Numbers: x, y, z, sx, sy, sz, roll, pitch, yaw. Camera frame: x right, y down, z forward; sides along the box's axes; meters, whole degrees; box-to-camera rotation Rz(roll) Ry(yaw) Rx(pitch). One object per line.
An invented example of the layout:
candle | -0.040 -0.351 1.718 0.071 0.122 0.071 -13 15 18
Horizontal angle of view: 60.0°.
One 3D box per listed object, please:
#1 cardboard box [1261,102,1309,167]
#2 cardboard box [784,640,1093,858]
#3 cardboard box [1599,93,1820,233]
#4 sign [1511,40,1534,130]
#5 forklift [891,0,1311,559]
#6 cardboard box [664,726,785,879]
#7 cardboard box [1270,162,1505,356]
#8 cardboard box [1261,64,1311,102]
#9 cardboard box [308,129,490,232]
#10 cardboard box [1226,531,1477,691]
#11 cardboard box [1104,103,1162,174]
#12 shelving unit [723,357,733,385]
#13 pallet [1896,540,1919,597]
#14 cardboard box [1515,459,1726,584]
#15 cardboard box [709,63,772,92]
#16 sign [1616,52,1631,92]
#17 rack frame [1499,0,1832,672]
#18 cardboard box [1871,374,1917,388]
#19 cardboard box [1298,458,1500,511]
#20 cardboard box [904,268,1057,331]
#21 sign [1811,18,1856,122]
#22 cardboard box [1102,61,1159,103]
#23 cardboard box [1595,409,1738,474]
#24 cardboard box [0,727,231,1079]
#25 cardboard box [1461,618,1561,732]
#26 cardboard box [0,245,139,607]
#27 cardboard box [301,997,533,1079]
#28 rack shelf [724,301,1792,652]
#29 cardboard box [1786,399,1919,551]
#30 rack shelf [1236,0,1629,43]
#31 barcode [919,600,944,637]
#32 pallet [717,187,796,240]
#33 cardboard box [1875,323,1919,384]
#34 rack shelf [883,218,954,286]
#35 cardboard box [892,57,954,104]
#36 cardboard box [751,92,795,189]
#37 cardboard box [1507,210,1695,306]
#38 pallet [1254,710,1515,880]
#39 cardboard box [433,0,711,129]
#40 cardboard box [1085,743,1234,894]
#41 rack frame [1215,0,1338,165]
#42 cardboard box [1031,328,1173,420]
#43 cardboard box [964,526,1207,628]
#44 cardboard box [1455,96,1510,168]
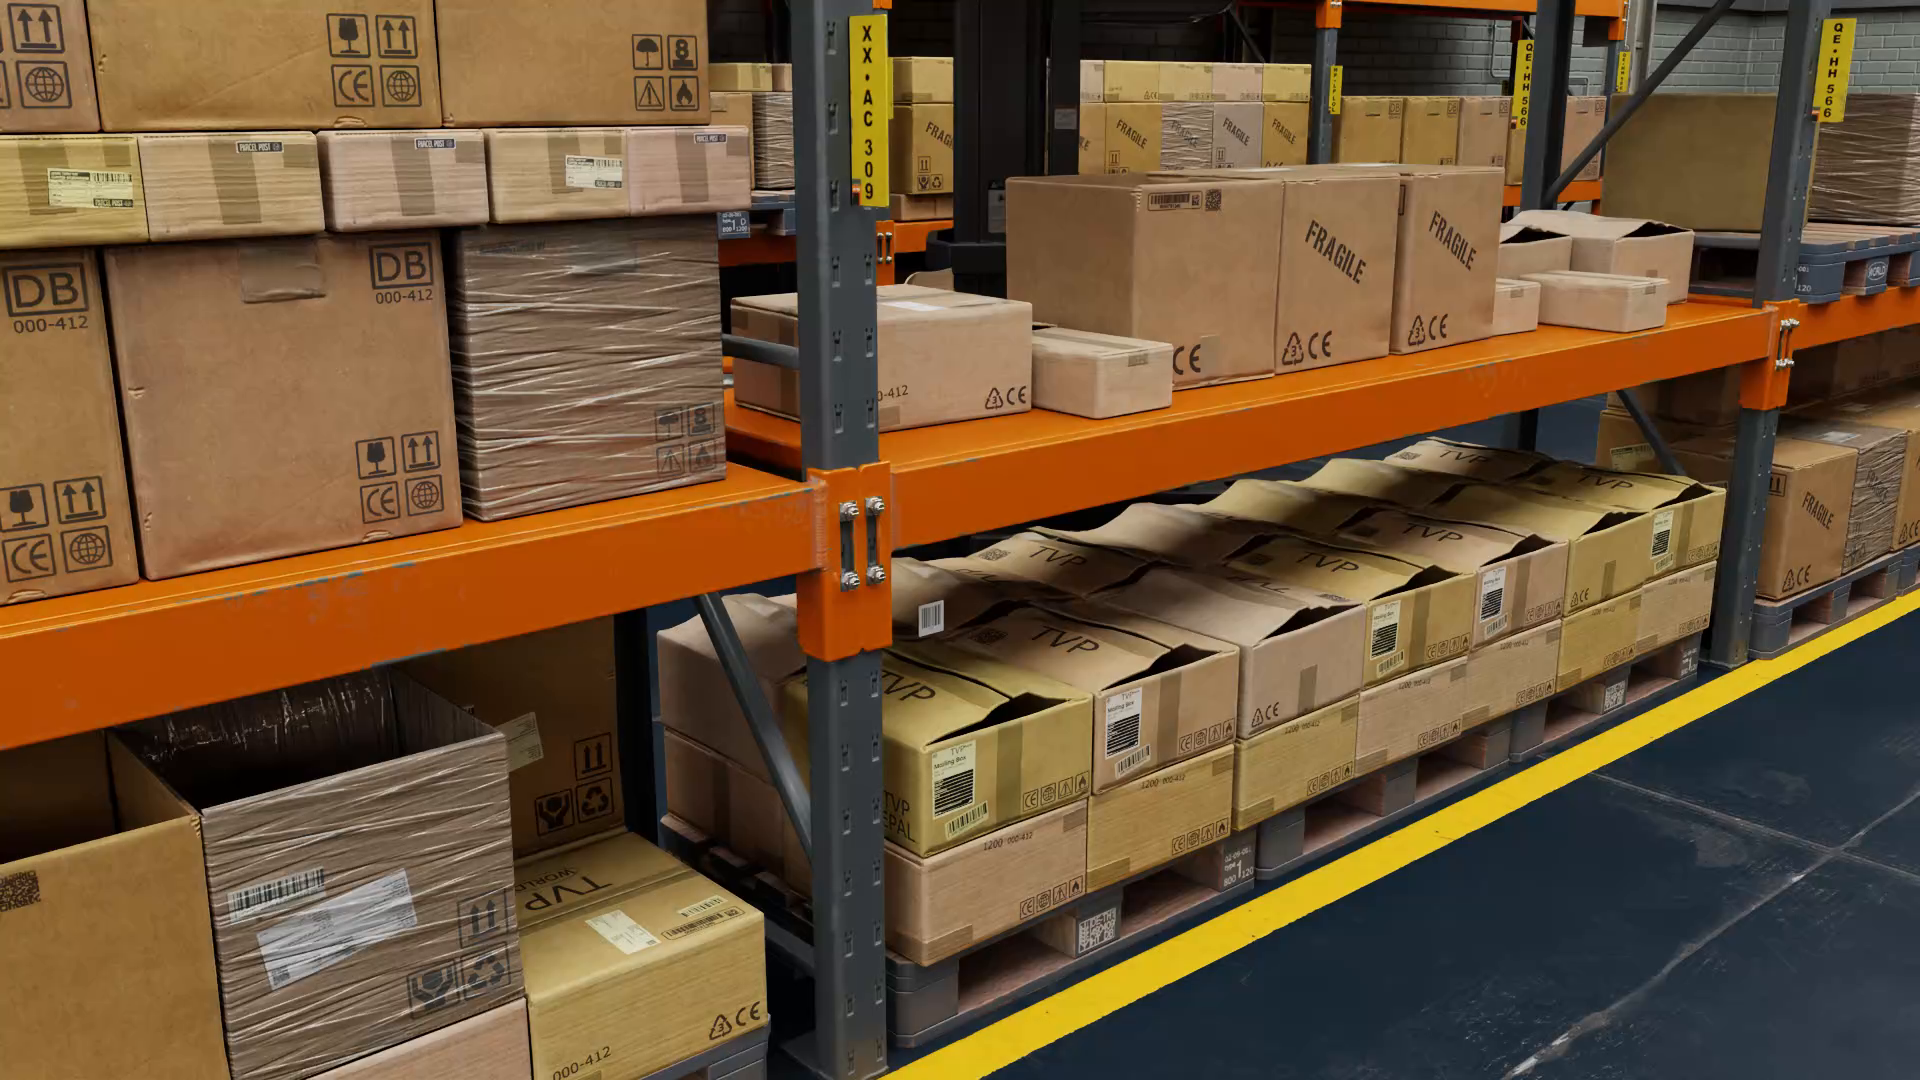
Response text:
cardboard box | 2.072 -2.800 11.609 0.500 0.500 0.500 -13 20 -40
cardboard box | -0.050 0.427 3.767 0.500 0.311 0.500 -13 19 -39
cardboard box | 2.893 -1.464 6.409 0.700 0.500 0.500 8 17 28
sign | 2.129 -1.709 6.245 0.005 0.325 0.100 -13 19 -39
forklift | 0.685 -1.410 7.351 3.031 2.935 1.130 0 15 0
cardboard box | -0.403 0.593 4.233 0.500 0.250 0.500 -13 20 -40
cardboard box | 1.237 -0.845 4.906 0.500 0.500 0.500 -14 20 -42
cardboard box | 2.070 -3.160 11.506 0.500 0.250 0.500 -12 19 -38
cardboard box | -0.974 -0.594 2.709 0.250 0.149 0.380 -13 20 -41
cardboard box | 1.109 0.166 4.743 0.500 0.311 0.500 -12 19 -38
cardboard box | 0.936 -2.542 10.646 0.500 0.500 0.500 -12 19 -38
shelving unit | -0.959 -0.392 7.184 0.215 1.050 0.252 1 15 2
pallet | 4.000 -0.061 7.570 1.213 0.211 1.003 -13 19 -39
cardboard box | 2.258 -0.092 5.711 0.500 0.311 0.500 -12 19 -38
cardboard box | -1.236 -2.500 8.994 0.380 0.149 0.250 12 19 38
sign | 5.618 -3.969 14.092 0.005 0.325 0.100 -13 19 -39
rack frame | 2.492 -1.084 5.995 0.127 3.000 1.000 -13 19 -39
cardboard box | 4.207 -0.556 8.010 0.500 0.500 0.500 -12 19 -39
cardboard box | 1.513 -0.107 5.766 0.500 0.311 0.500 -13 20 -41
cardboard box | 0.017 -0.526 4.167 0.258 0.266 0.396 -13 20 -41
sign | 2.859 -1.536 5.443 0.005 0.325 0.100 -13 19 -39
cardboard box | 0.910 -2.903 10.542 0.500 0.250 0.500 -13 20 -40
cardboard box | 3.043 -0.293 7.025 0.500 0.500 0.500 -12 19 -37
cardboard box | -1.492 0.646 2.580 0.500 0.500 0.500 -13 19 -39
cardboard box | 1.487 0.351 5.138 0.500 0.250 0.500 -12 19 -38
cardboard box | -1.631 -0.203 2.504 0.500 0.500 0.700 -12 19 -39
cardboard box | -1.116 0.923 2.995 0.500 0.250 0.500 -13 19 -39
rack shelf | 0.983 -0.397 4.819 4.000 0.370 1.077 -13 19 -39
cardboard box | 3.796 -0.284 6.991 0.500 0.500 0.500 -13 20 -40
rack shelf | 3.764 -4.166 13.114 4.000 0.370 1.077 -13 19 -39
barcode | -0.060 0.163 3.458 0.075 0.075 0.001 -13 19 -39
pallet | -1.230 -1.813 9.098 1.003 0.211 1.213 -13 19 -39
cardboard box | 4.230 -0.925 7.937 0.500 0.250 0.500 -13 19 -39
rack shelf | 0.746 -2.039 10.964 4.000 0.370 1.077 -13 19 -39
cardboard box | -0.229 -2.643 9.570 0.500 0.250 0.500 -12 19 -38
cardboard box | -1.111 -2.227 9.228 0.700 0.500 0.500 13 20 40
cardboard box | 2.189 -0.988 5.807 0.500 0.311 0.500 -11 19 -36
pallet | 0.925 0.601 5.091 1.213 0.211 1.003 -13 19 -39
cardboard box | -0.856 -1.005 2.992 0.500 0.500 0.700 -13 19 -39
cardboard box | 0.328 0.613 4.157 0.500 0.250 0.500 -12 19 -38
rack frame | 2.255 -2.725 12.140 0.127 3.000 1.000 -13 19 -39
cardboard box | 0.277 -0.395 3.903 0.250 0.149 0.380 -13 19 -39
cardboard box | 0.358 0.151 4.801 0.500 0.311 0.500 -13 20 -40
cardboard box | 3.771 -3.207 13.361 0.700 0.700 0.980 -14 20 -42
